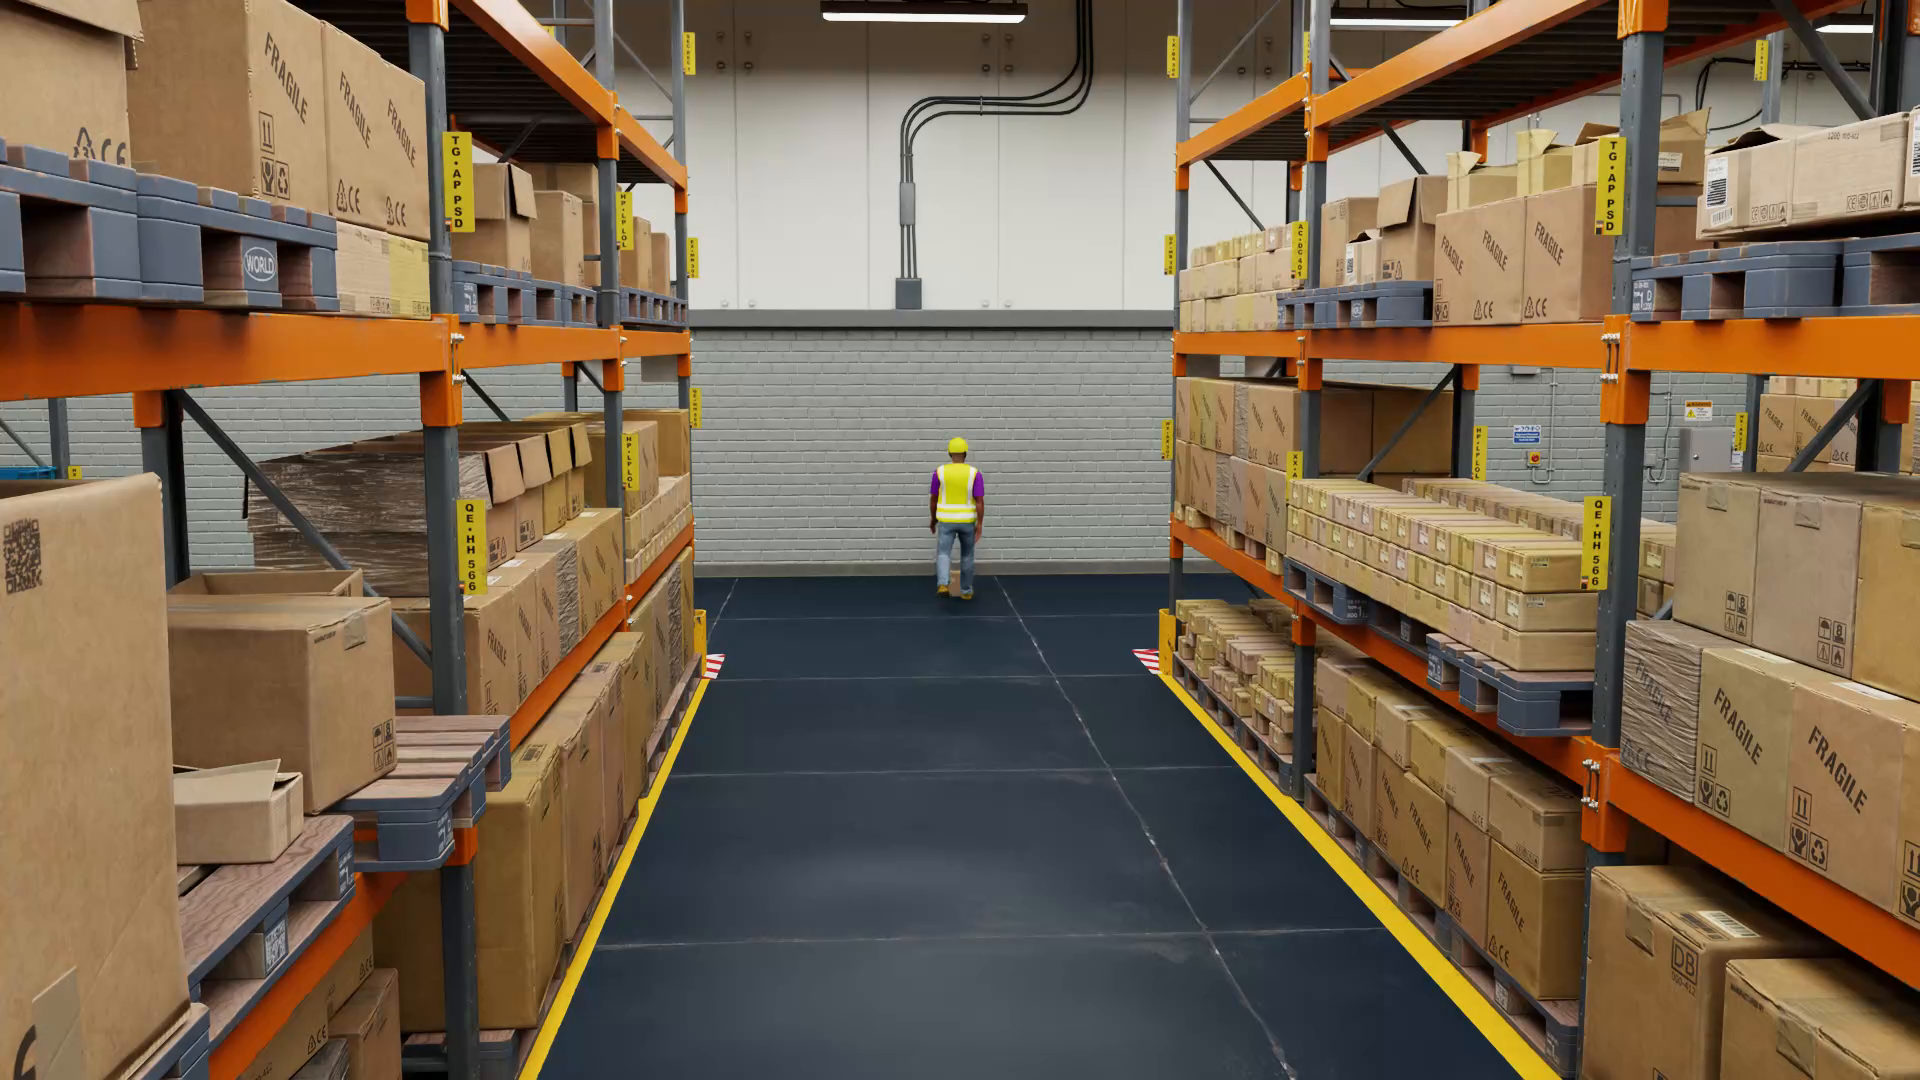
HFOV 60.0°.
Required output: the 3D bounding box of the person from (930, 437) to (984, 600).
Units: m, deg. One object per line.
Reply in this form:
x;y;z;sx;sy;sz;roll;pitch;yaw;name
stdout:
-0.033;-0.210;17.376;0.567;1.740;0.882;0;7;-1;person
